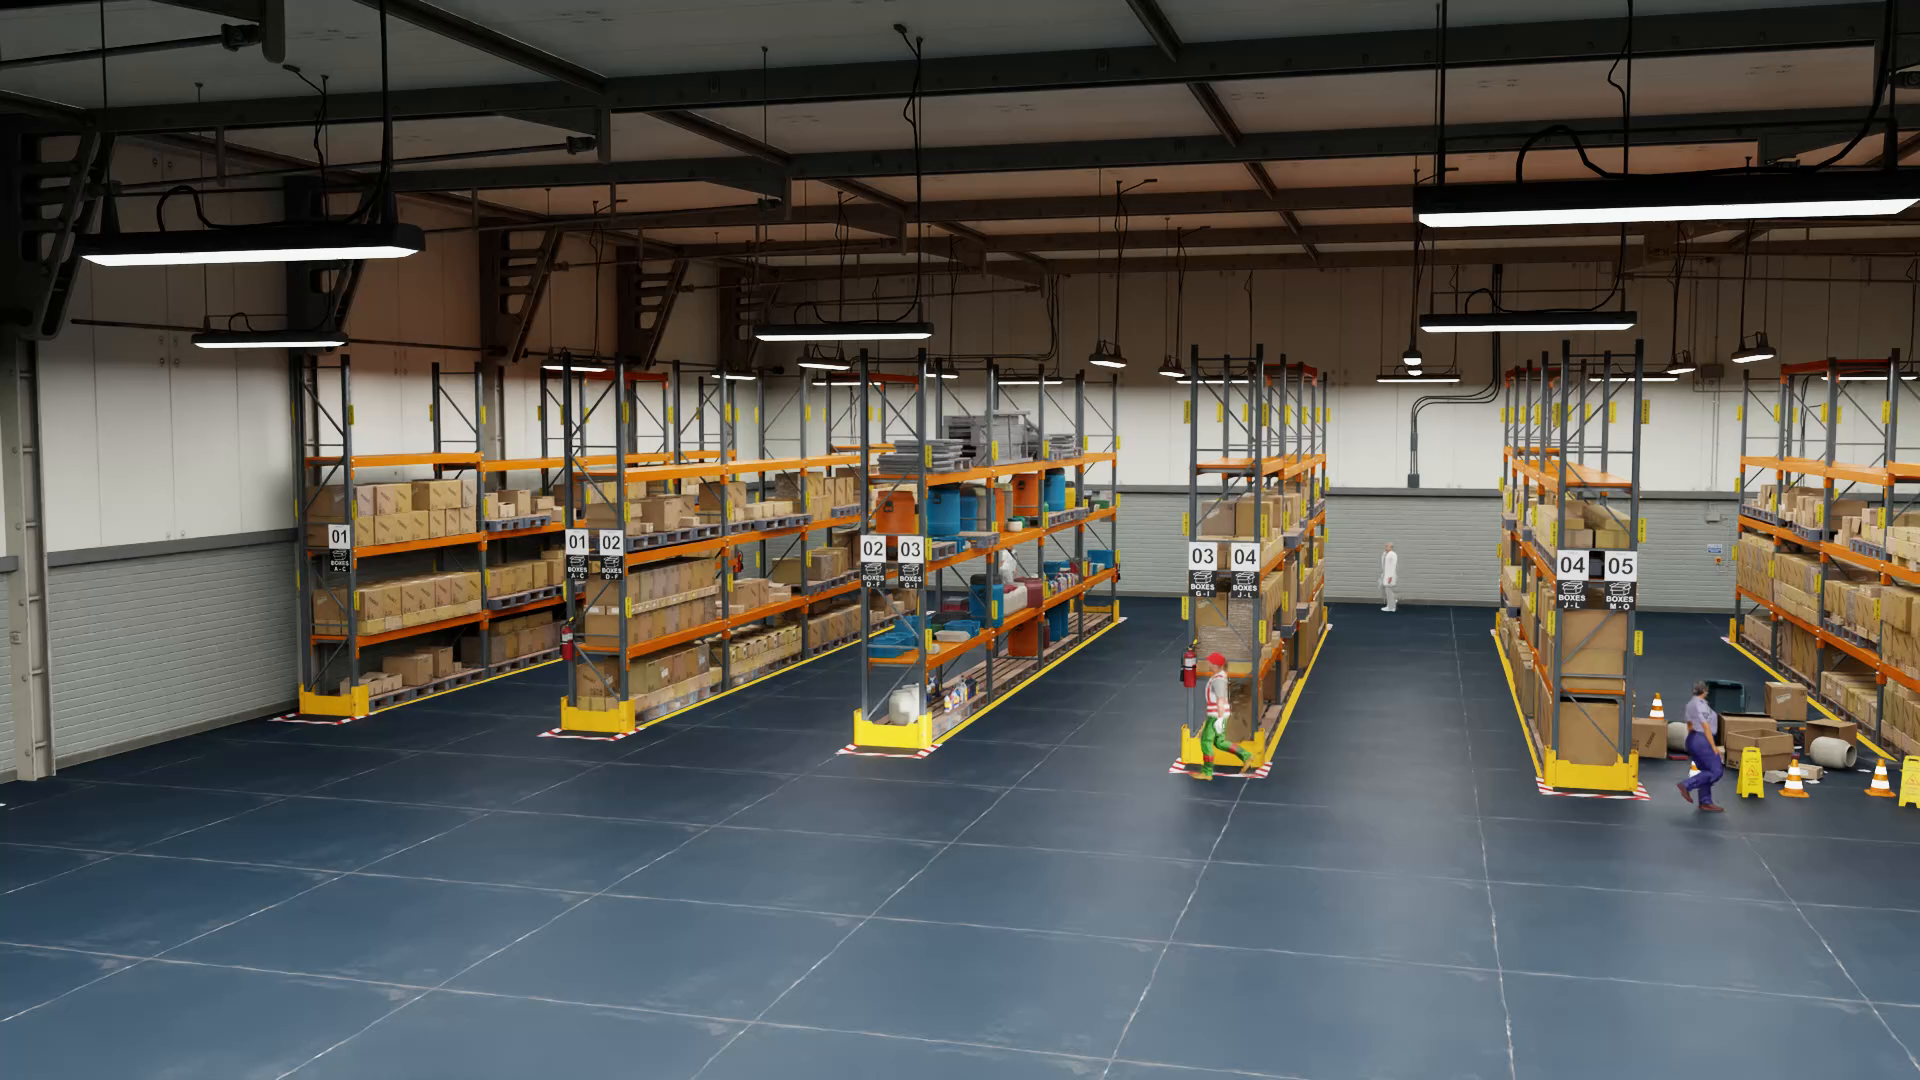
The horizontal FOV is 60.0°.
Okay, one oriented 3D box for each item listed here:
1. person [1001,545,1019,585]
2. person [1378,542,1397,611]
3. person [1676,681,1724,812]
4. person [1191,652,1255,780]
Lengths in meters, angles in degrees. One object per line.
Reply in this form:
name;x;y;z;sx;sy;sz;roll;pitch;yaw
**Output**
person;1.301;0.811;45.116;1.006;1.606;0.491;3;5;38
person;10.913;0.939;42.342;0.522;1.800;0.608;0;4;-4
person;9.362;2.606;21.013;0.603;1.641;0.542;1;4;8
person;3.610;2.410;22.779;0.883;1.761;0.593;1;4;7
